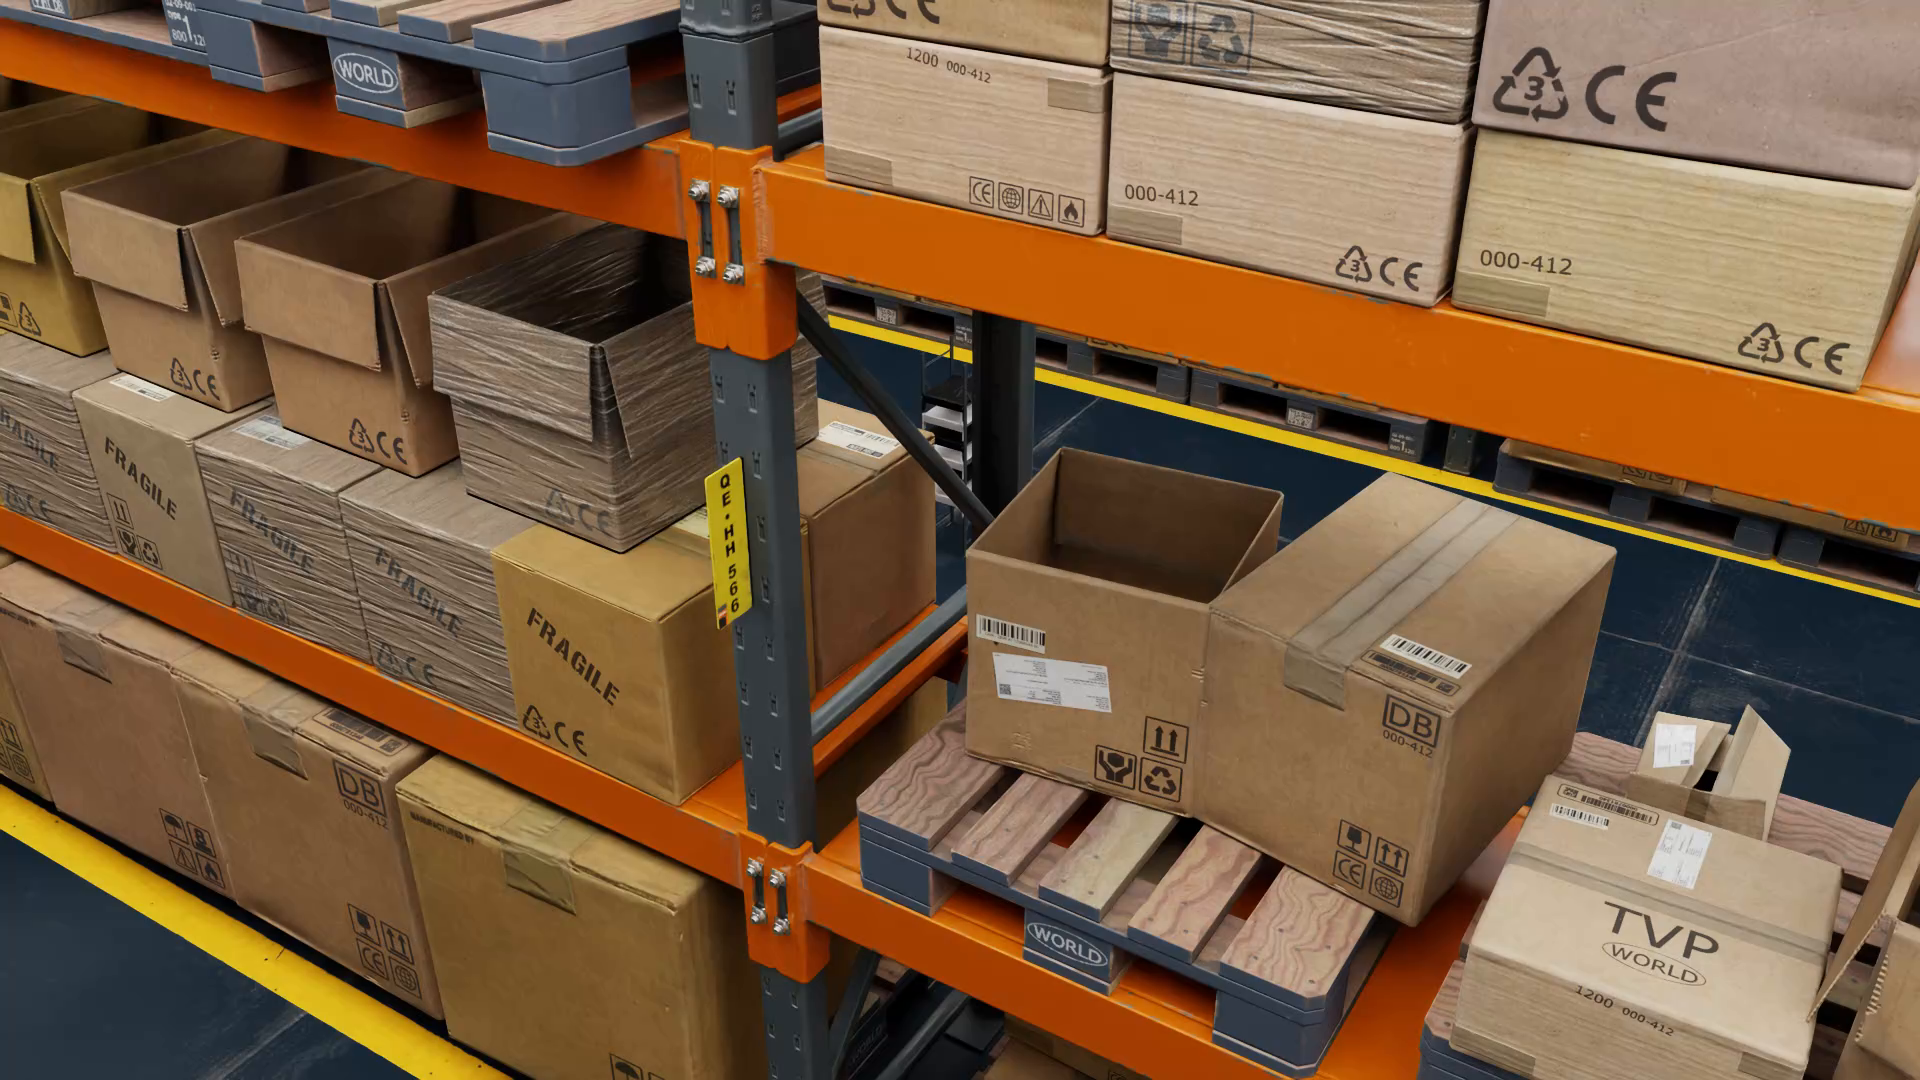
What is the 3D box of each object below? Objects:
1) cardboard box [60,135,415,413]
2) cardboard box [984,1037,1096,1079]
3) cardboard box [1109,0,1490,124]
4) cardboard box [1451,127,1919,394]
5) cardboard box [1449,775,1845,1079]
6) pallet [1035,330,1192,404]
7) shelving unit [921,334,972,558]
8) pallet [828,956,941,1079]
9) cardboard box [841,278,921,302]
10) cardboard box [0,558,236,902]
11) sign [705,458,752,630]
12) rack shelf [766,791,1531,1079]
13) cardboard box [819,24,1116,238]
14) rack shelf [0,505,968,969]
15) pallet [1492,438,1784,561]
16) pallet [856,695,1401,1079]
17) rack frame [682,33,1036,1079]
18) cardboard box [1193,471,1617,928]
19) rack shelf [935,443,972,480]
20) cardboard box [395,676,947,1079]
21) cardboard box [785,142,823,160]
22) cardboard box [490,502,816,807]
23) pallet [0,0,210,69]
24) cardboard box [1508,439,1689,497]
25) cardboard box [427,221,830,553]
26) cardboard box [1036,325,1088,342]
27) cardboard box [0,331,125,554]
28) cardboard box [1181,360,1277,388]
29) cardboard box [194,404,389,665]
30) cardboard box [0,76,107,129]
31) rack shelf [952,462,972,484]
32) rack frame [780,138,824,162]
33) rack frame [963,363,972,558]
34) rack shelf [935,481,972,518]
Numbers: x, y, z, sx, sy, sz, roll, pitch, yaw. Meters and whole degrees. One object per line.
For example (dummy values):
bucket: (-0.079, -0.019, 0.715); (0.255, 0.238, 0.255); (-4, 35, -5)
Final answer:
cardboard box: (-1.871, -0.760, 4.481); (0.637, 0.503, 0.797); (19, 35, 29)
cardboard box: (0.439, 1.332, 4.033); (0.500, 0.500, 0.700); (16, 34, 25)
cardboard box: (0.550, -0.910, 2.261); (0.500, 0.500, 0.500); (18, 35, 28)
cardboard box: (0.999, -0.453, 2.222); (0.500, 0.250, 0.500); (18, 35, 28)
cardboard box: (1.158, 0.702, 2.801); (0.500, 0.250, 0.500); (17, 34, 26)
pallet: (0.893, -1.151, 9.013); (1.213, 0.211, 1.003); (18, 35, 27)
shelving unit: (-0.007, -0.391, 7.027); (0.210, 0.900, 0.258); (18, 35, 27)
pallet: (-0.766, 1.233, 4.927); (1.213, 0.211, 1.003); (18, 35, 27)
cardboard box: (-0.319, -1.680, 9.217); (0.500, 0.500, 0.500); (19, 35, 29)
cardboard box: (-2.217, 0.339, 5.385); (0.875, 0.875, 1.225); (16, 34, 26)
sign: (-0.431, 0.009, 3.108); (0.005, 0.325, 0.100); (18, 35, 27)
rack shelf: (1.555, 1.118, 3.070); (4.000, 0.370, 1.077); (18, 35, 27)
cardboard box: (0.124, -0.724, 2.687); (0.500, 0.250, 0.500); (18, 35, 28)
rack shelf: (-1.833, 0.047, 4.907); (4.000, 0.370, 1.077); (18, 35, 27)
pallet: (3.211, -0.370, 7.675); (1.213, 0.211, 1.003); (18, 35, 27)
pallet: (0.521, 0.500, 3.606); (1.003, 0.211, 1.213); (18, 35, 27)
rack frame: (-0.139, 0.272, 3.807); (0.127, 3.000, 1.000); (18, 35, 27)
cardboard box: (0.866, 0.282, 3.274); (0.500, 0.500, 0.700); (23, 38, 34)
rack shelf: (-0.007, -0.362, 7.044); (0.200, 0.077, 0.258); (18, 35, 27)
cardboard box: (-0.712, 0.814, 4.569); (0.875, 0.875, 1.225); (16, 34, 25)
cardboard box: (-0.986, -2.277, 9.999); (0.250, 0.149, 0.380); (19, 35, 29)
cardboard box: (-0.689, 0.202, 3.827); (0.500, 0.500, 0.500); (19, 35, 29)
pallet: (-1.661, -1.390, 3.867); (1.213, 0.211, 1.003); (19, 35, 30)
cardboard box: (3.052, -0.826, 7.505); (0.750, 0.750, 1.050); (17, 34, 27)
cardboard box: (-0.749, -0.407, 3.877); (0.637, 0.503, 0.797); (19, 35, 29)
cardboard box: (0.580, -1.405, 8.745); (0.500, 0.500, 0.500); (18, 35, 28)
cardboard box: (-2.420, -0.344, 4.764); (0.500, 0.500, 0.500); (17, 34, 26)
cardboard box: (1.450, -1.125, 8.266); (0.500, 0.500, 0.500); (19, 35, 29)
cardboard box: (-1.549, -0.072, 4.297); (0.500, 0.500, 0.500); (16, 34, 26)
cardboard box: (-2.981, -1.109, 5.079); (0.637, 0.503, 0.797); (17, 34, 26)
rack shelf: (-0.007, -0.284, 7.089); (0.200, 0.077, 0.258); (18, 35, 27)
rack frame: (-0.804, -2.890, 9.226); (0.127, 3.000, 1.000); (18, 35, 27)
rack frame: (0.079, -0.364, 6.980); (0.006, 0.900, 0.240); (18, 35, 27)
rack shelf: (-0.007, -0.207, 7.134); (0.200, 0.077, 0.258); (18, 35, 27)
